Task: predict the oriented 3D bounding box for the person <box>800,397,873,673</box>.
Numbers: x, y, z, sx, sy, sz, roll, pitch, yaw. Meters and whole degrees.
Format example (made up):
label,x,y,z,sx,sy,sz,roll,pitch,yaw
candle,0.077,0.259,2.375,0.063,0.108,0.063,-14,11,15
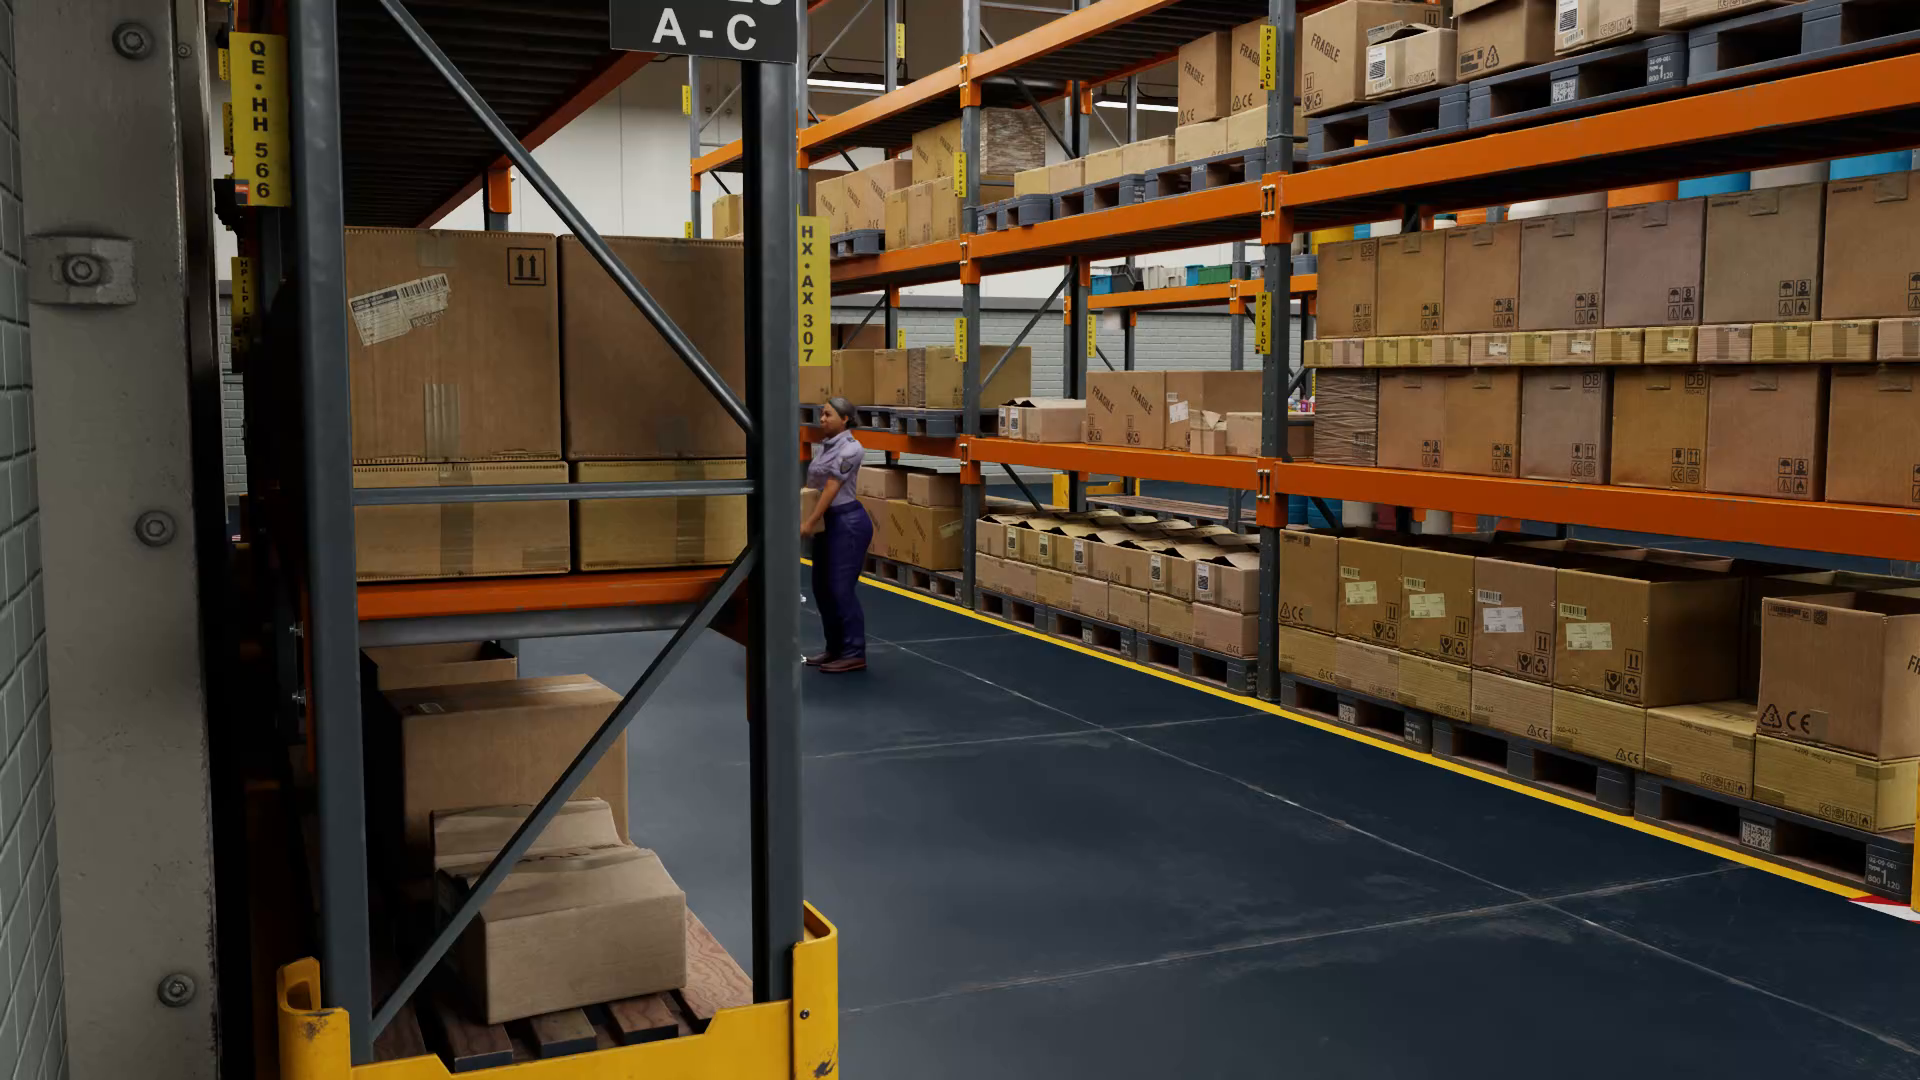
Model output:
label,x,y,z,sx,sy,sz,roll,pitch,yaw
person,-0.804,-0.027,10.016,0.531,1.629,0.435,-3,6,-25
